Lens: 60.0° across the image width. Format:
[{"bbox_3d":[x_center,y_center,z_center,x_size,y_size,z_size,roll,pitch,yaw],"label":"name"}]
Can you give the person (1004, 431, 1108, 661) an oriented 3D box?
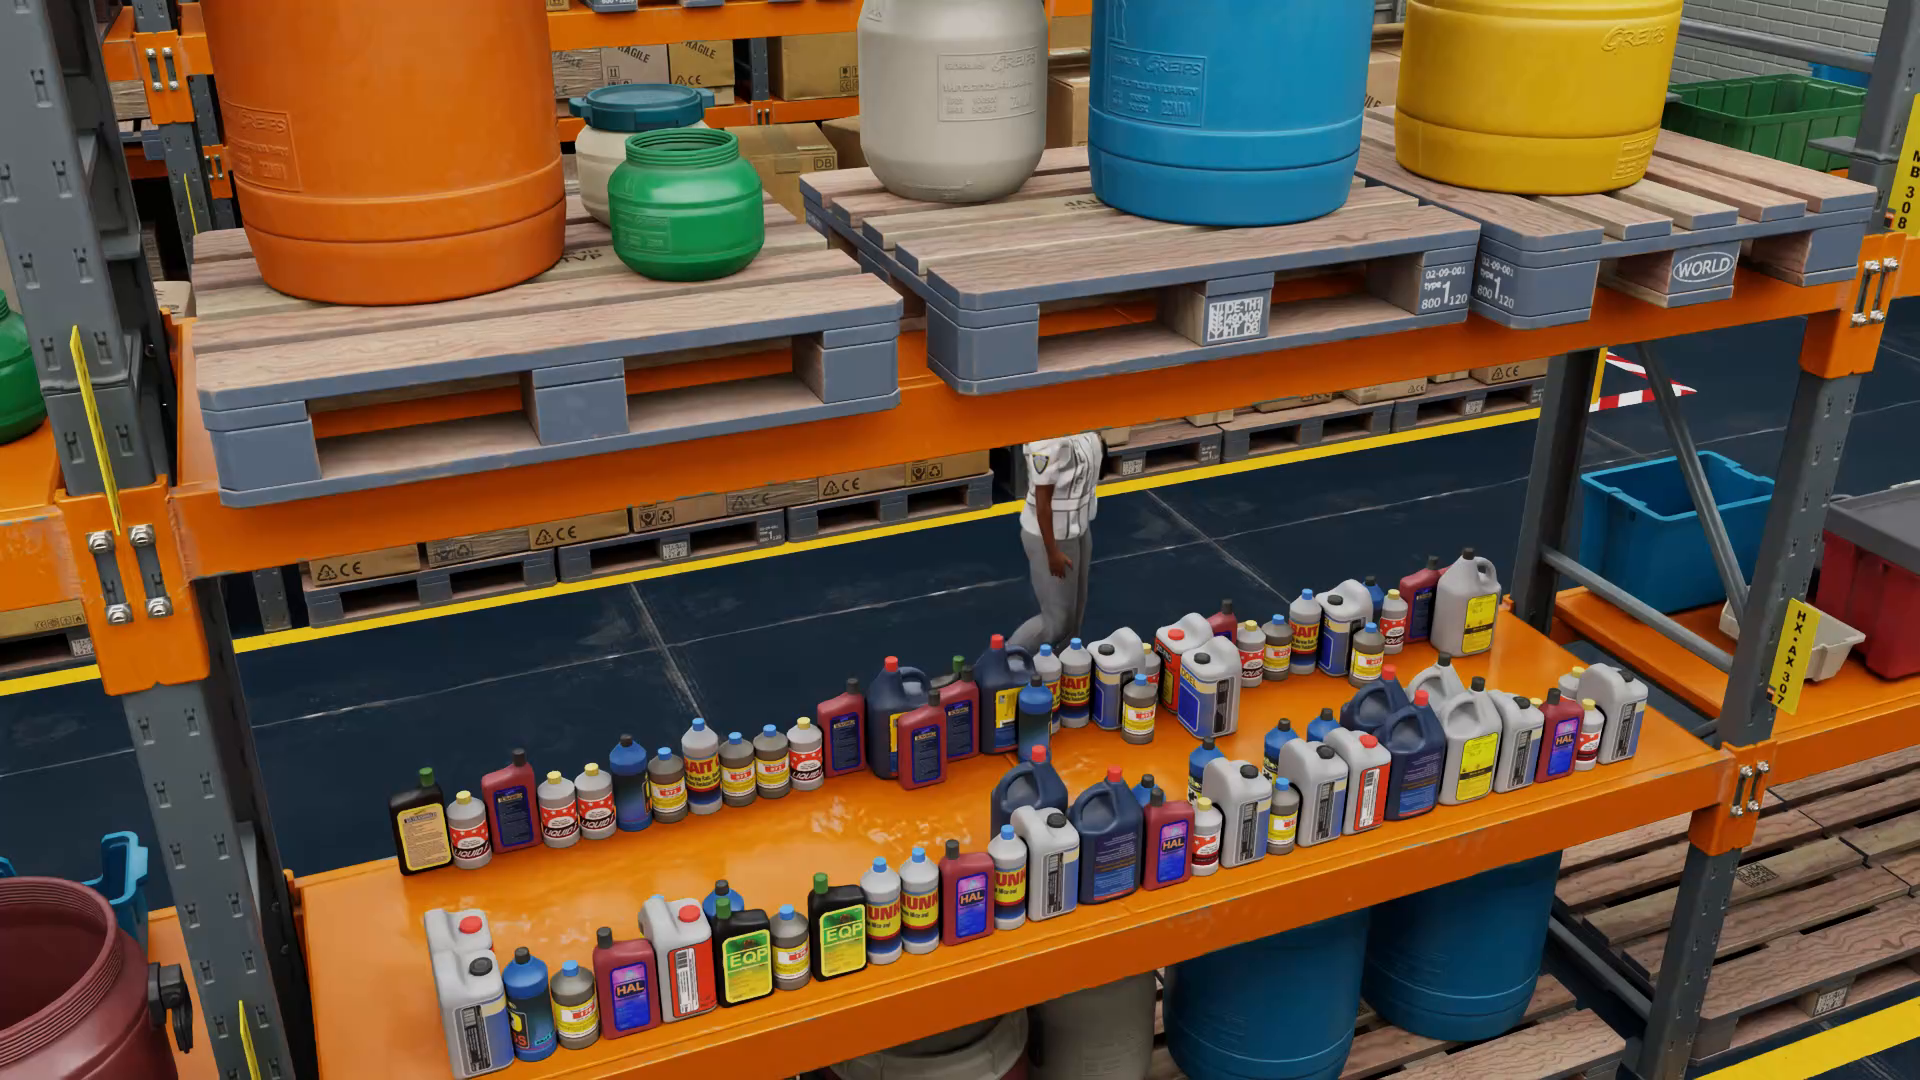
[{"bbox_3d":[0.396,-0.045,7.163,0.536,1.679,0.497,10,28,20],"label":"person"}]
